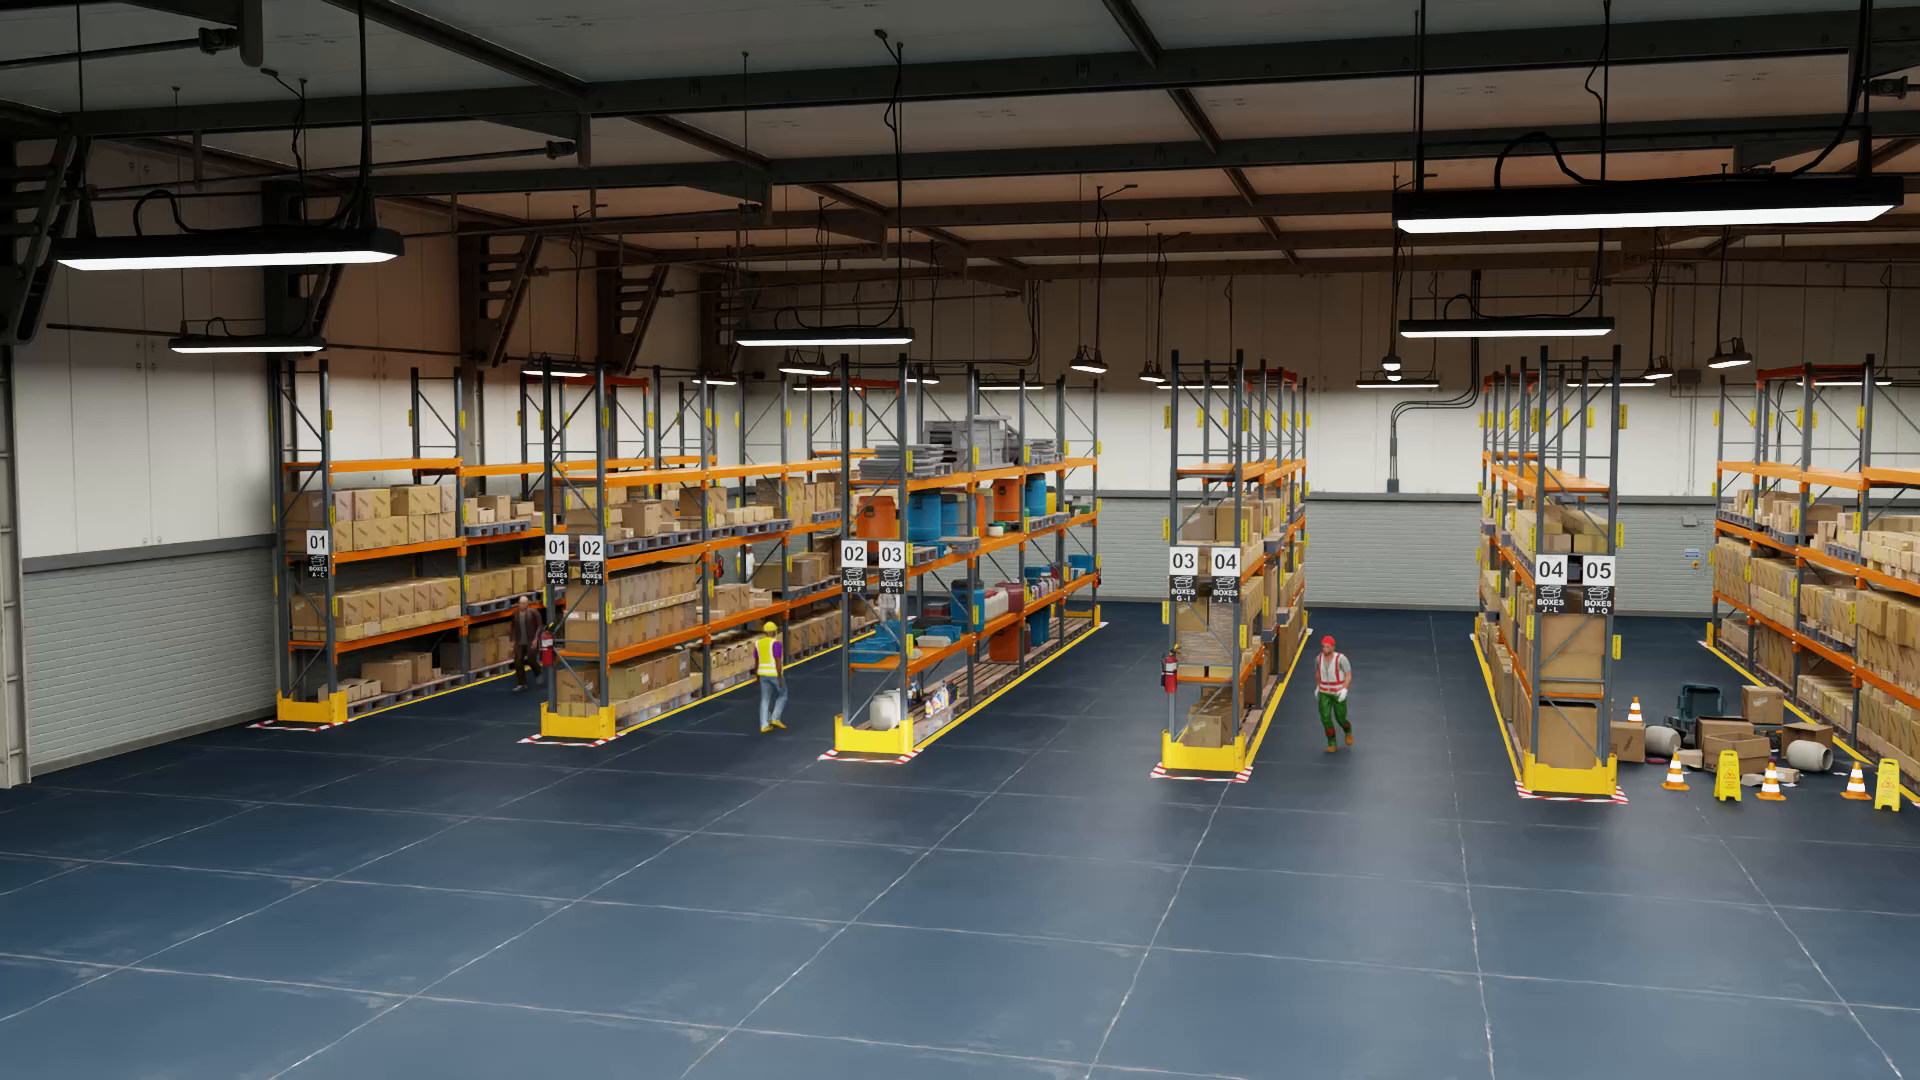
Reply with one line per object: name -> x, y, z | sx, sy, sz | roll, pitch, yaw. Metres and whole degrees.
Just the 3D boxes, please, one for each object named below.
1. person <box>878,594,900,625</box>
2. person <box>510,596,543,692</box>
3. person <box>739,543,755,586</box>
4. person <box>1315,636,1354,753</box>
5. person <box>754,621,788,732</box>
person -> -1.593, 1.507, 36.990 | 0.543, 1.623, 1.015 | 1, 4, 12
person -> -8.055, 1.907, 30.968 | 0.667, 1.763, 0.753 | 1, 4, 9
person -> -5.675, 0.915, 44.376 | 0.449, 1.766, 0.607 | 1, 4, 17
person -> 5.693, 2.313, 25.265 | 0.595, 1.757, 0.738 | 3, 5, 33
person -> -3.068, 2.185, 26.769 | 0.597, 1.744, 0.527 | 2, 5, 25
